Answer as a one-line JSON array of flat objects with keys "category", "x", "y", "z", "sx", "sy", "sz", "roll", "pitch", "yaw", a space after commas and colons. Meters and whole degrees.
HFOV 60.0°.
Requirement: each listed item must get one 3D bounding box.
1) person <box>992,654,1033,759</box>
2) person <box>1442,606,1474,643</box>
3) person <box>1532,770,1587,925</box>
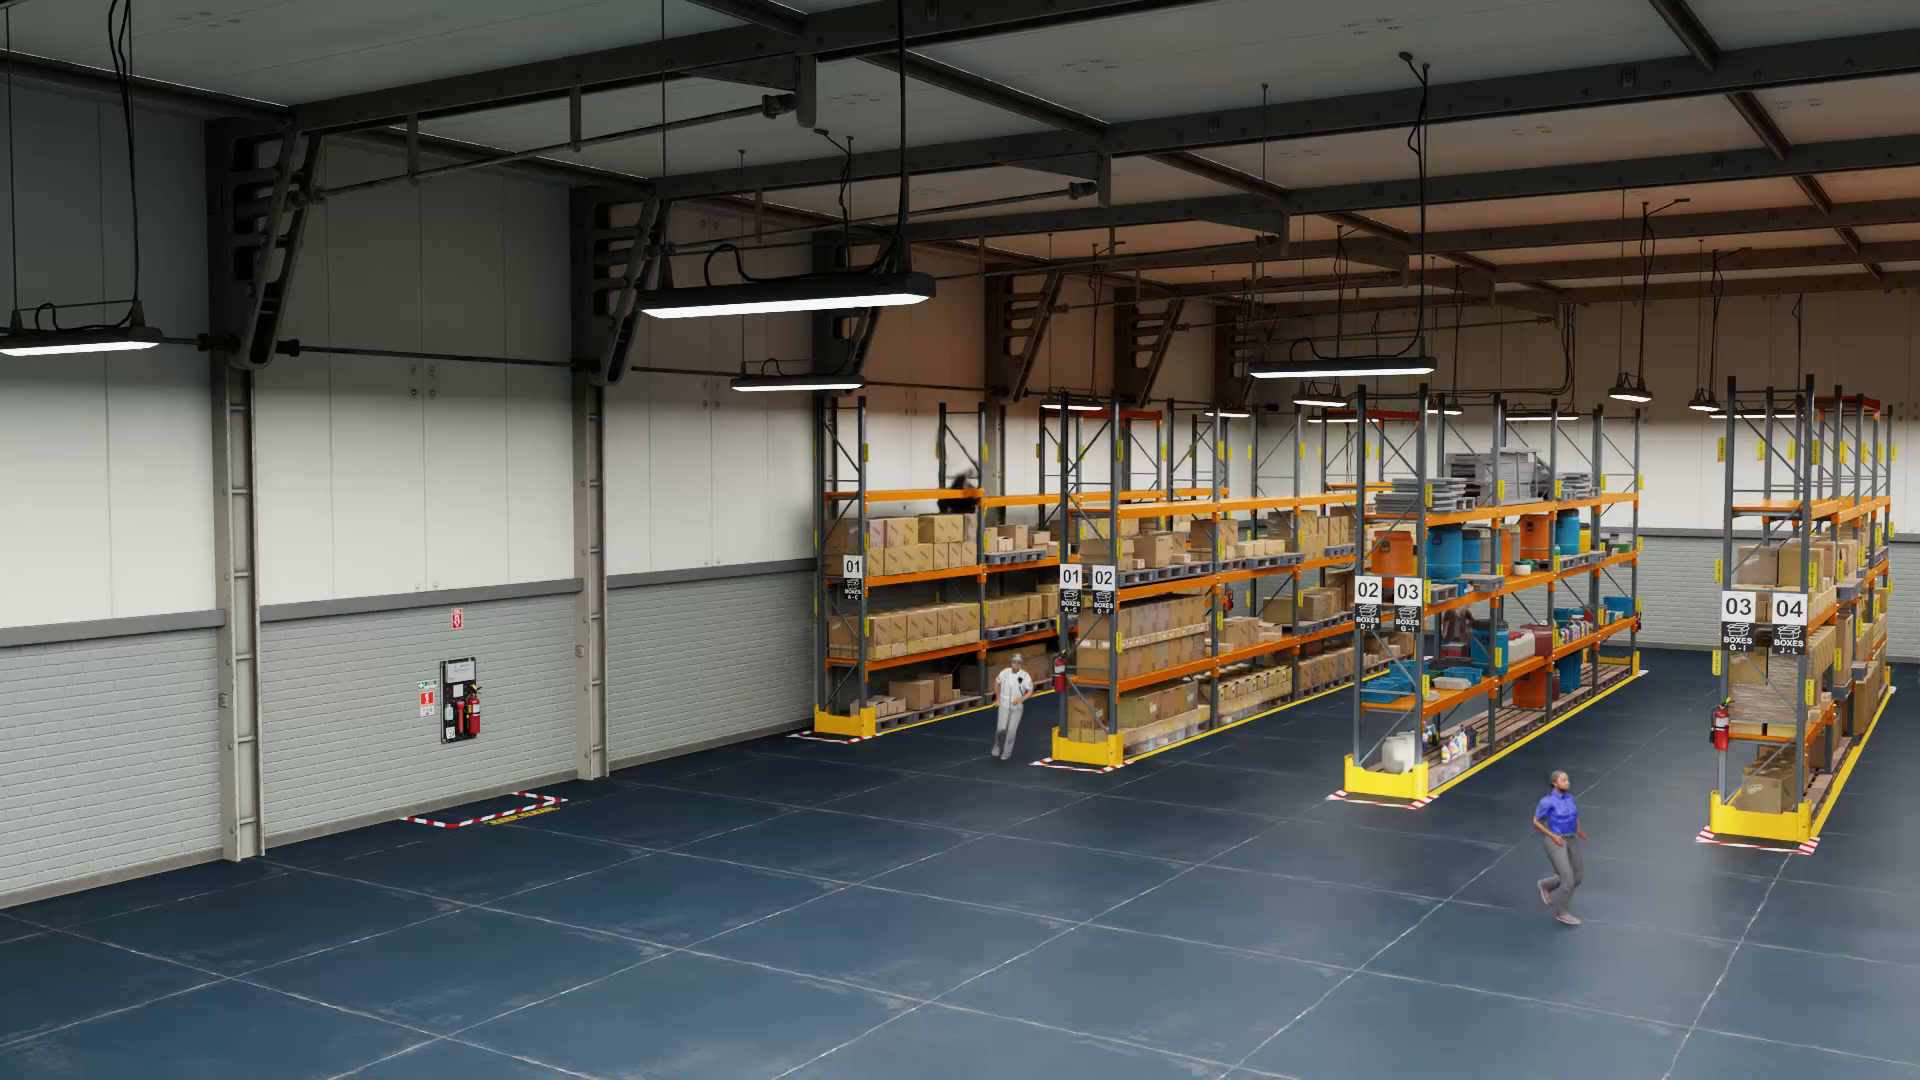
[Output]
[{"category": "person", "x": 0.851, "y": 2.722, "z": 27.156, "sx": 0.680, "sy": 1.753, "sz": 0.572, "roll": 0, "pitch": 3, "yaw": 6}, {"category": "person", "x": 11.276, "y": 2.163, "z": 37.675, "sx": 0.709, "sy": 1.742, "sz": 0.771, "roll": 1, "pitch": 3, "yaw": 20}, {"category": "person", "x": 6.392, "y": 3.265, "z": 17.807, "sx": 0.578, "sy": 1.594, "sz": 0.644, "roll": -2, "pitch": 3, "yaw": -28}]
